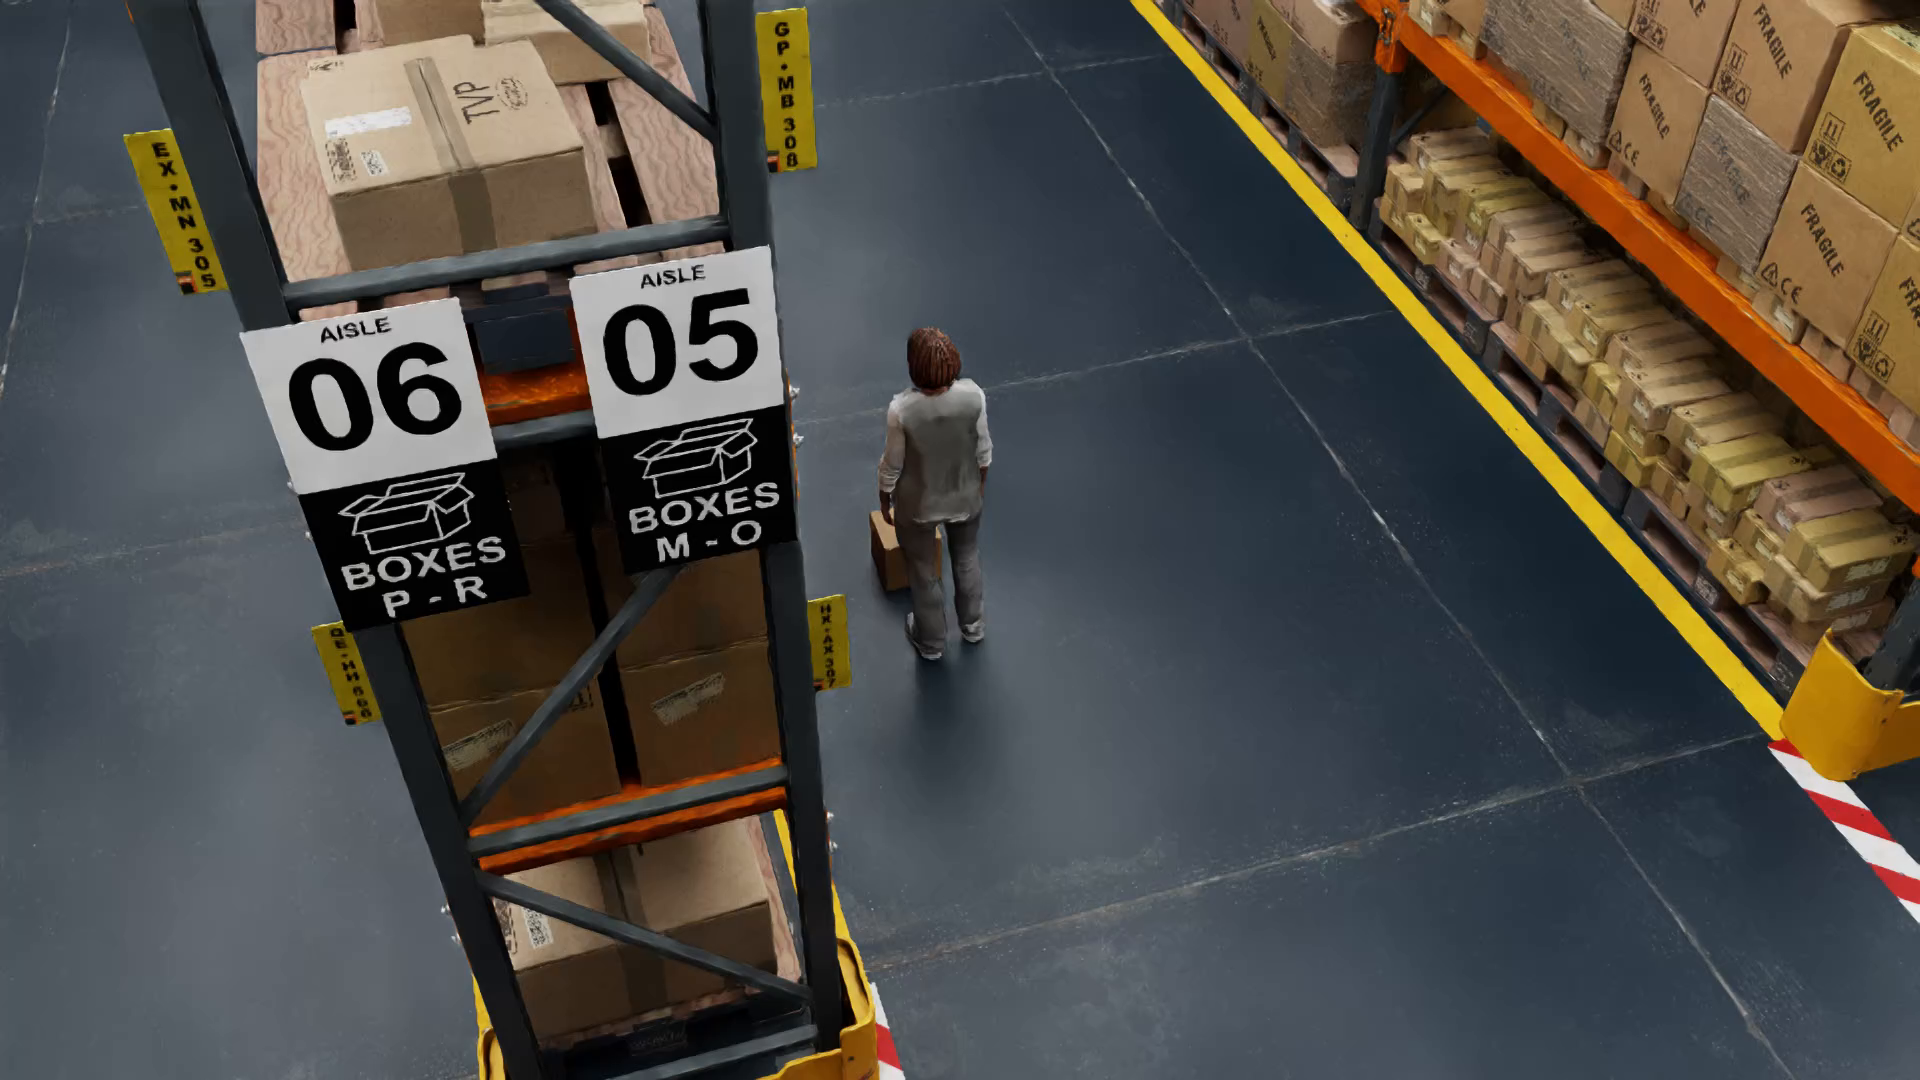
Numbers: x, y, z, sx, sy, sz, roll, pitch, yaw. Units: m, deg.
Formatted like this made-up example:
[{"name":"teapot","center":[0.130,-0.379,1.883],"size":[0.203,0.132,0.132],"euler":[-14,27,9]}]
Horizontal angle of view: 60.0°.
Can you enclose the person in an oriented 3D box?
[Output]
[{"name":"person","center":[-0.102,-0.180,6.357],"size":[0.453,1.603,0.367],"euler":[-11,44,-12]}]
